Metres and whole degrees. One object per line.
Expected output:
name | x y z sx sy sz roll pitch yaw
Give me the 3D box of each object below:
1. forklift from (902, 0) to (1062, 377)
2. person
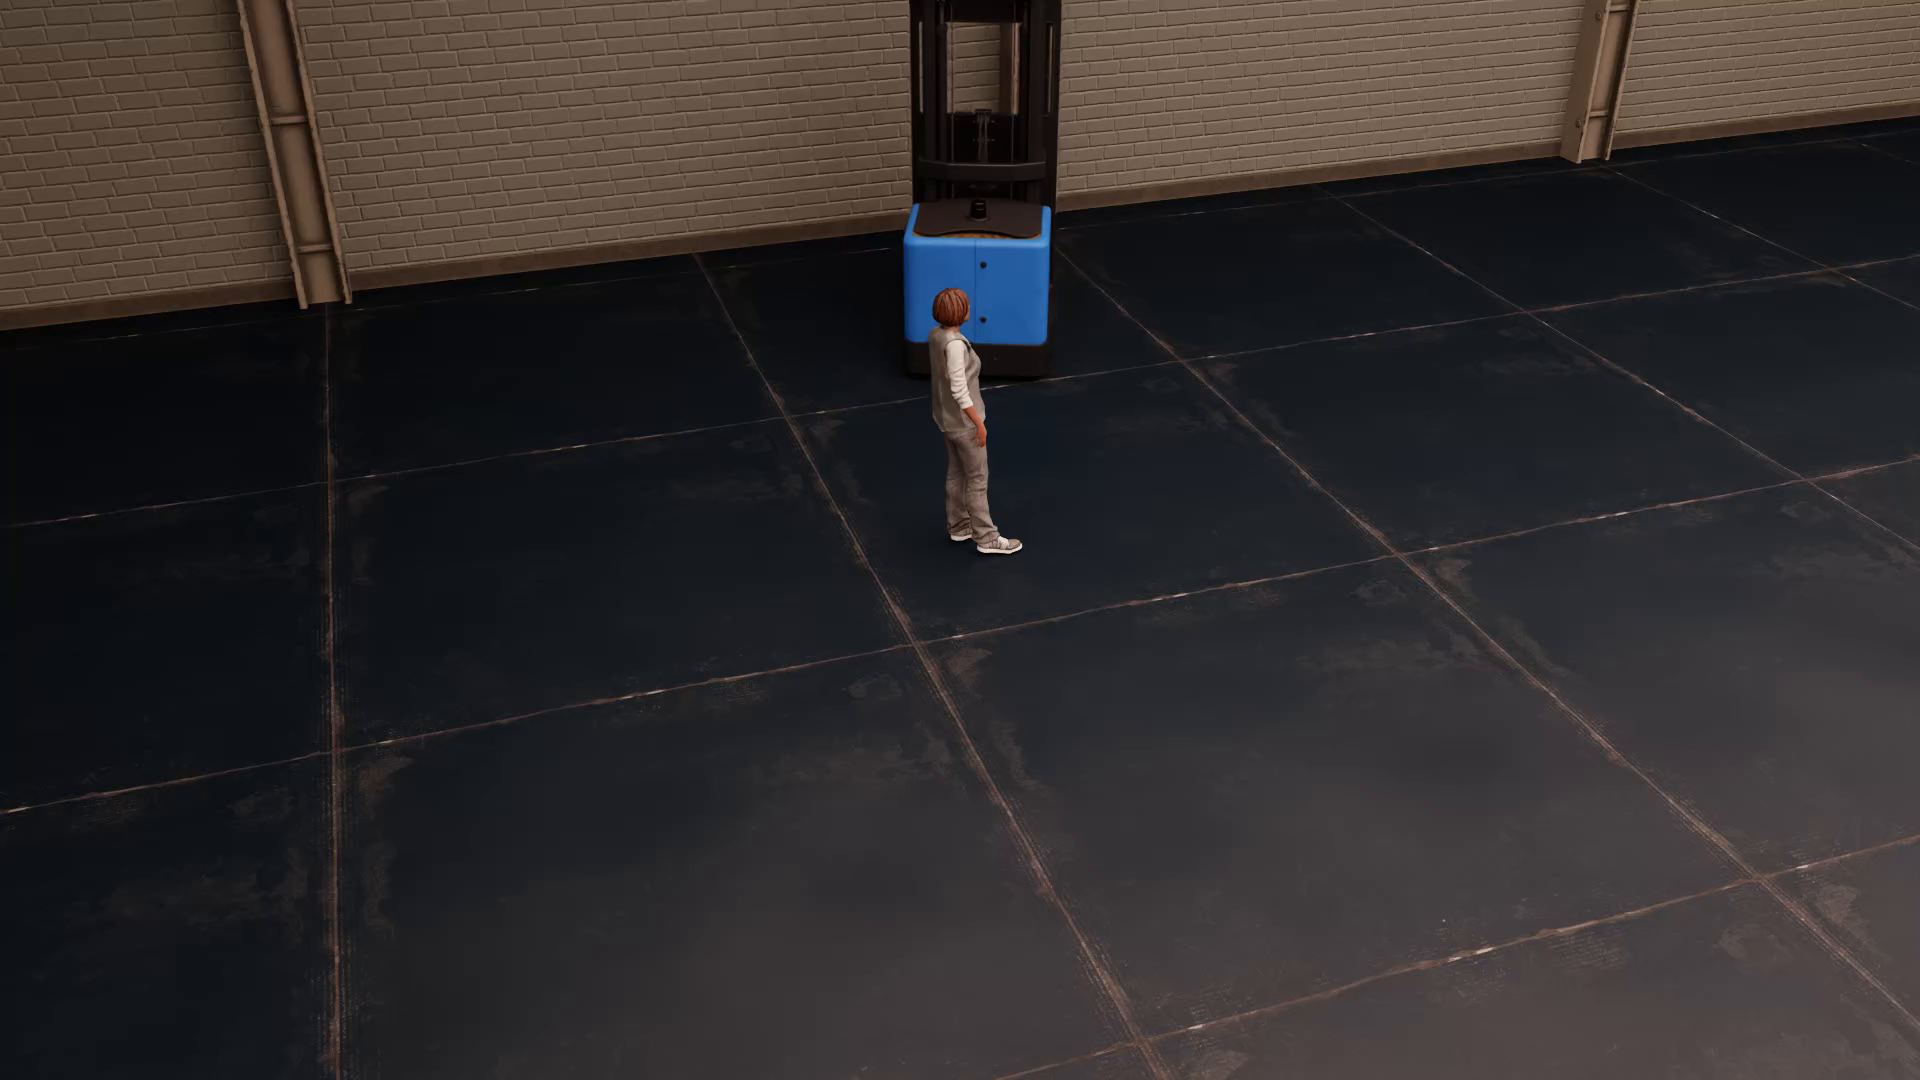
forklift | 0.200 -3.146 12.554 1.130 2.935 3.031 2 30 3
person | 0.074 -0.704 9.633 0.475 1.596 0.521 -10 31 -16
